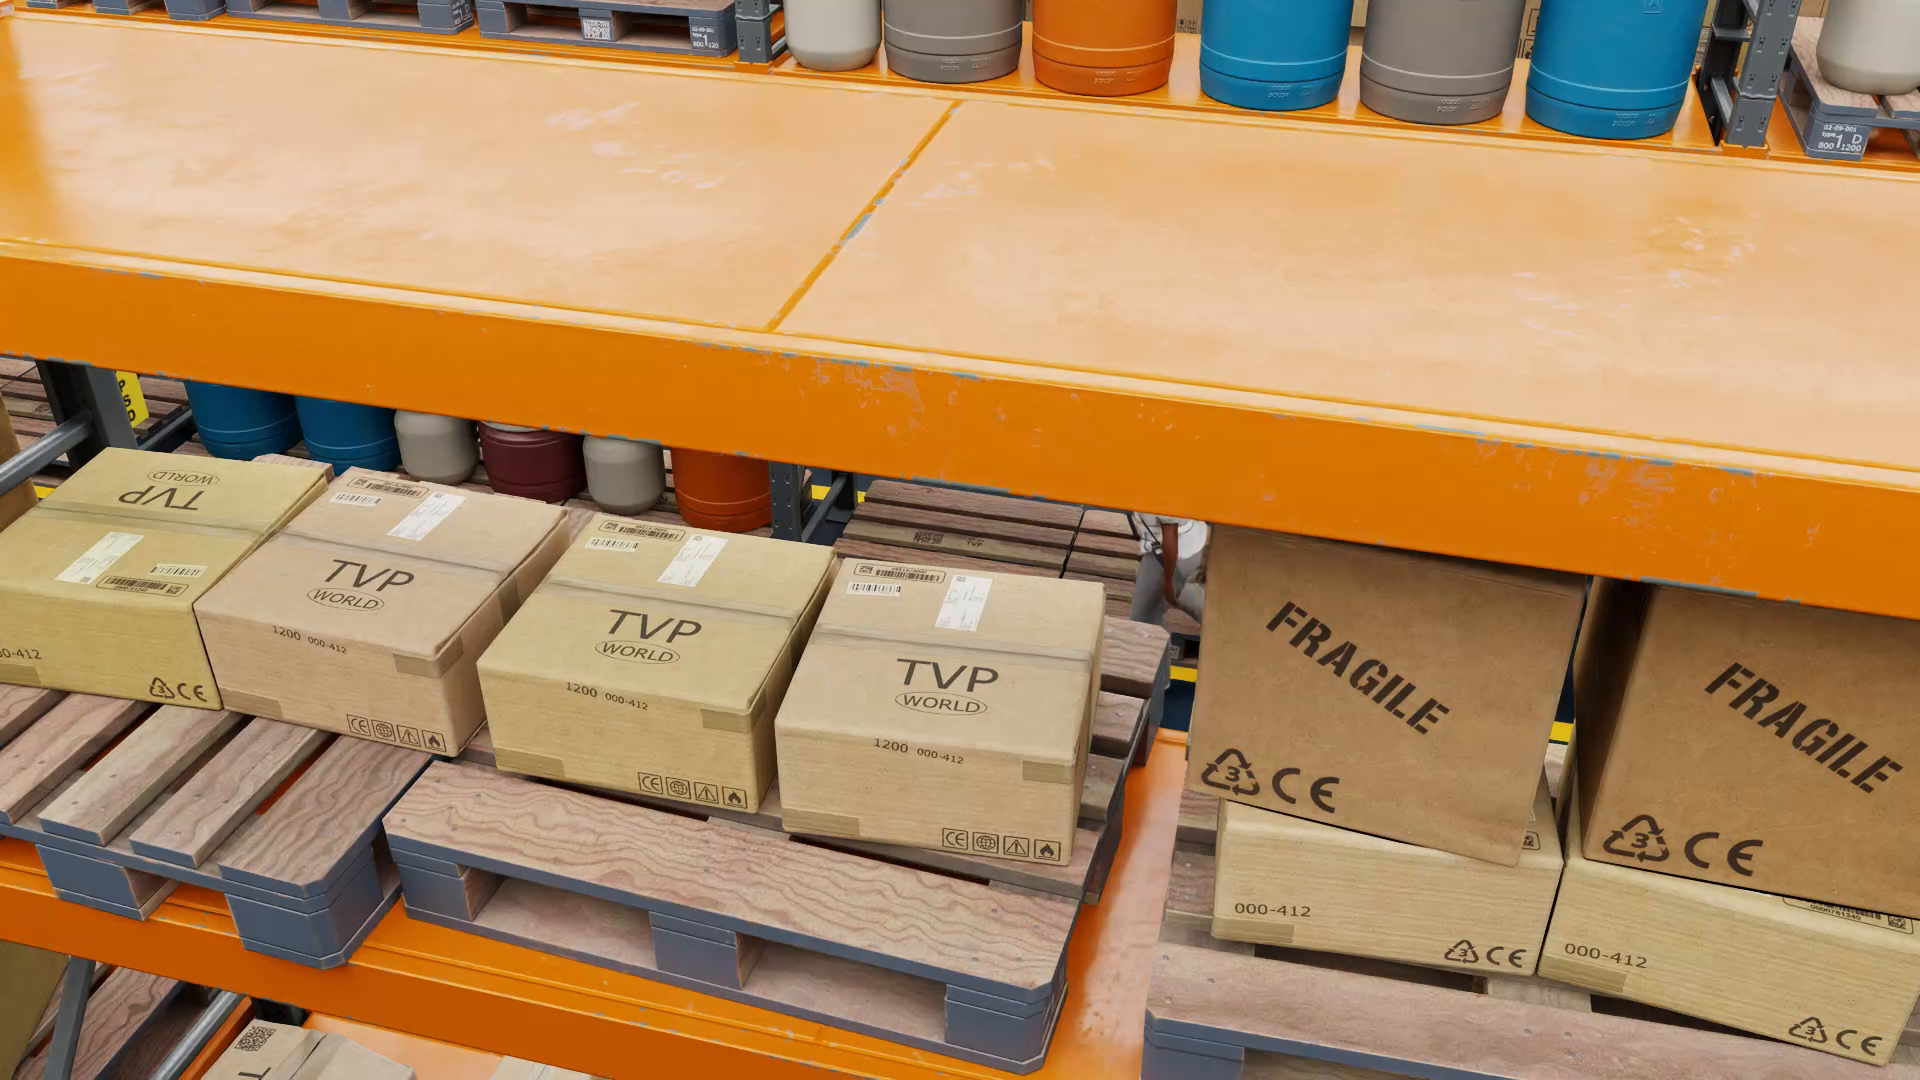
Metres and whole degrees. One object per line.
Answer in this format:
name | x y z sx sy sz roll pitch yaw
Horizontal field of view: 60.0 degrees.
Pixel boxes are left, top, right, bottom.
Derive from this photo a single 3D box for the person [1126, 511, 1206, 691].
person | 1.072 0.027 7.603 0.682 1.657 0.525 5 33 8
